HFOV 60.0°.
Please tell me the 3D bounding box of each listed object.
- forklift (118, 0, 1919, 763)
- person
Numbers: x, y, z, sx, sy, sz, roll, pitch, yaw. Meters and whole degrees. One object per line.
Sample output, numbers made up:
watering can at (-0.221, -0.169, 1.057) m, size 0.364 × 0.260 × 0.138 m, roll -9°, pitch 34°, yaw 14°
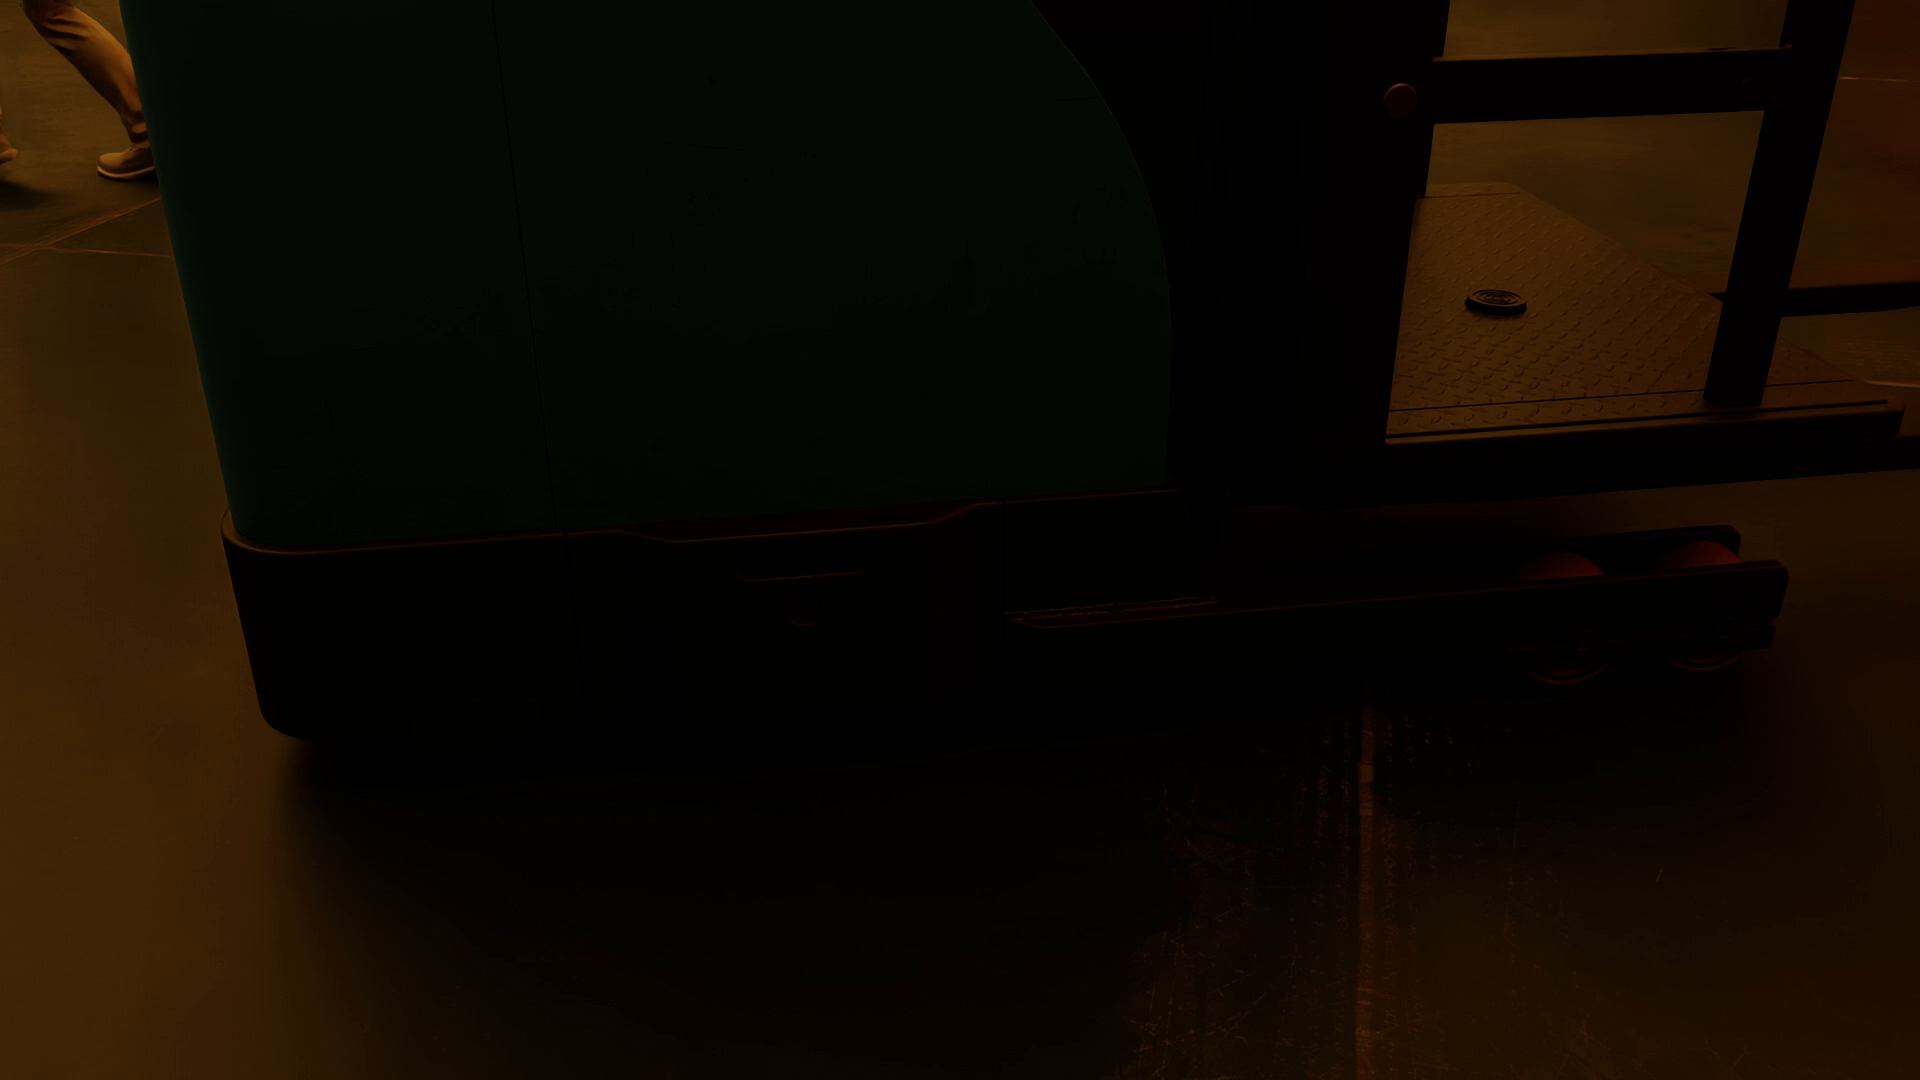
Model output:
forklift at (0.600, -1.354, 1.930) m, size 3.031 × 2.935 × 1.130 m, roll -4°, pitch 27°, yaw -9°
person at (-2.324, -1.644, 4.040) m, size 0.849 × 1.641 × 0.527 m, roll 0°, pitch 27°, yaw 1°
